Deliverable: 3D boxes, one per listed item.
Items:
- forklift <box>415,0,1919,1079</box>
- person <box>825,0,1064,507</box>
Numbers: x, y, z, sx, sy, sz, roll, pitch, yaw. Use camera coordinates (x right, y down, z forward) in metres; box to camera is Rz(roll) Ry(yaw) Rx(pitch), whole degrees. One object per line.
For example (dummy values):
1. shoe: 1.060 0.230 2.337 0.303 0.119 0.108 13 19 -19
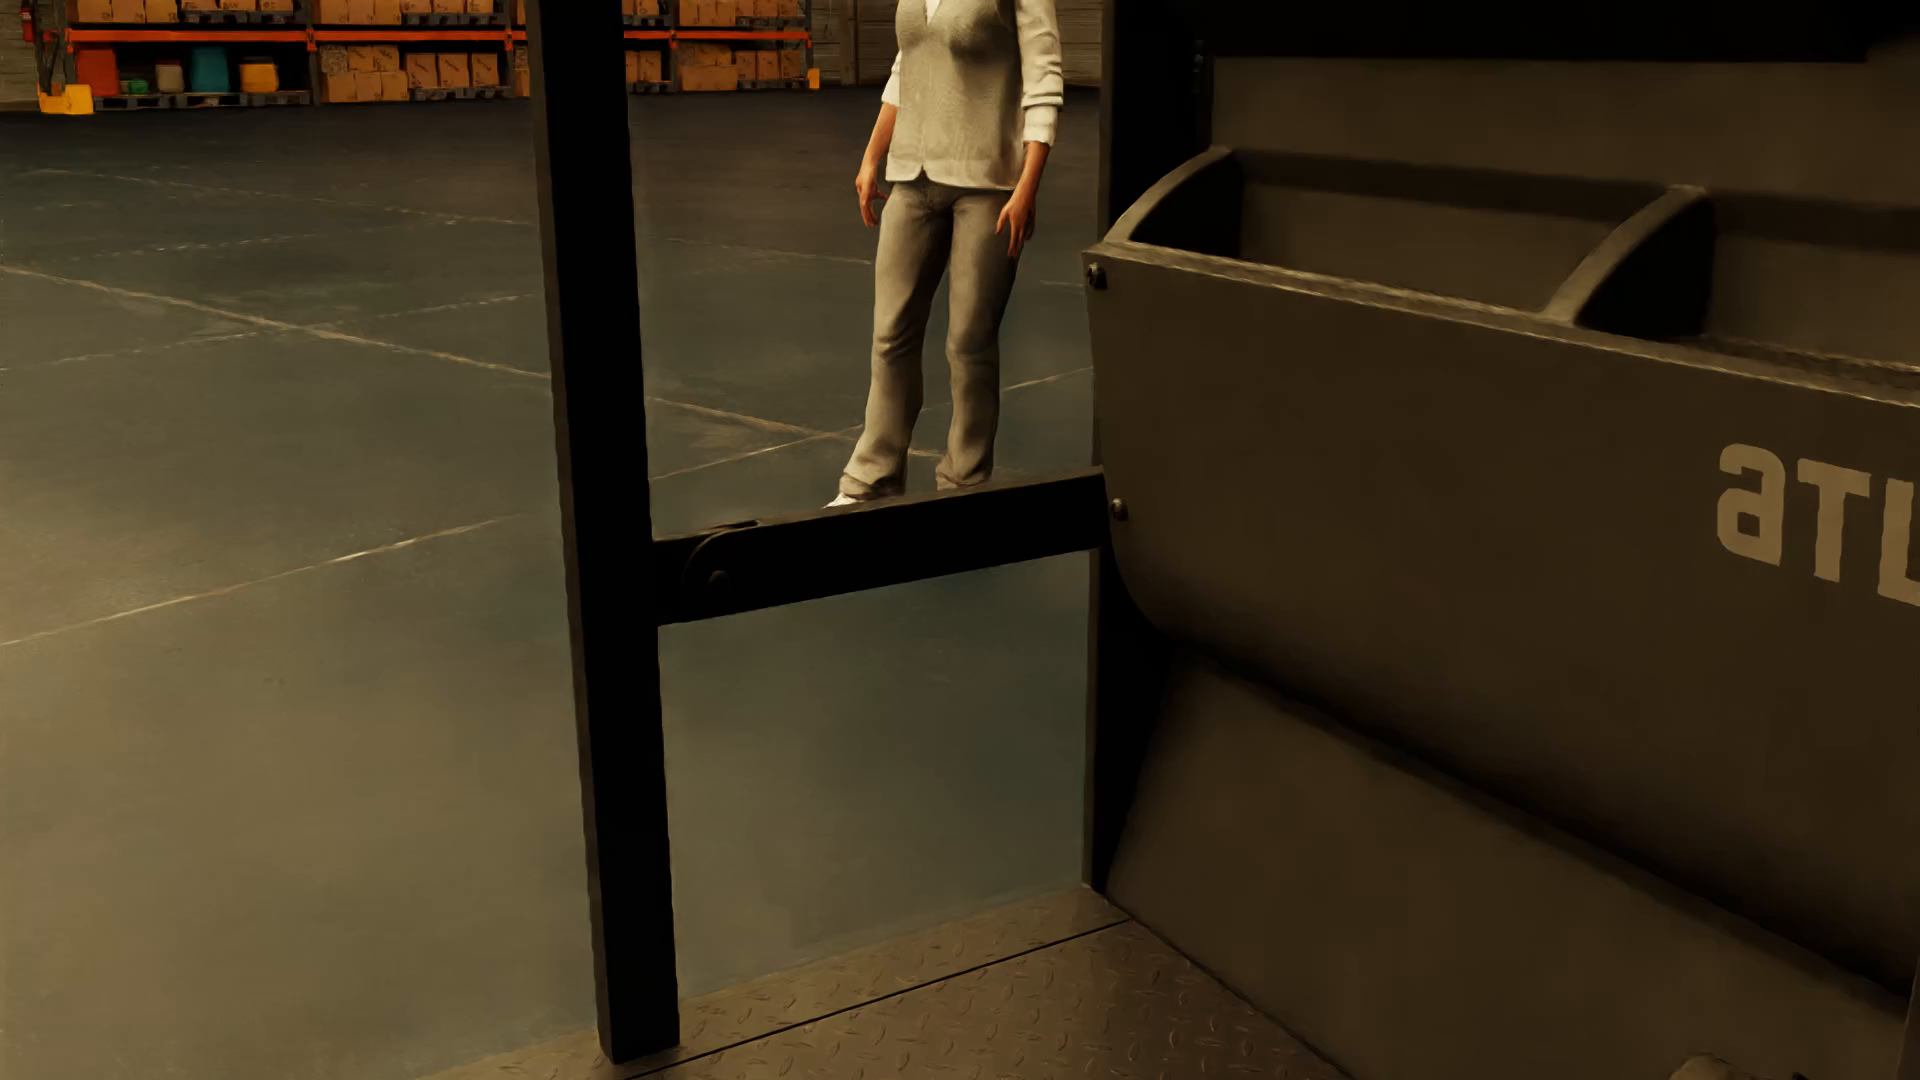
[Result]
1. forklift: 0.219 -0.563 0.750 3.031 2.935 1.130 -10 19 -29
2. person: -0.058 -0.757 3.662 0.521 1.597 0.474 13 21 37
